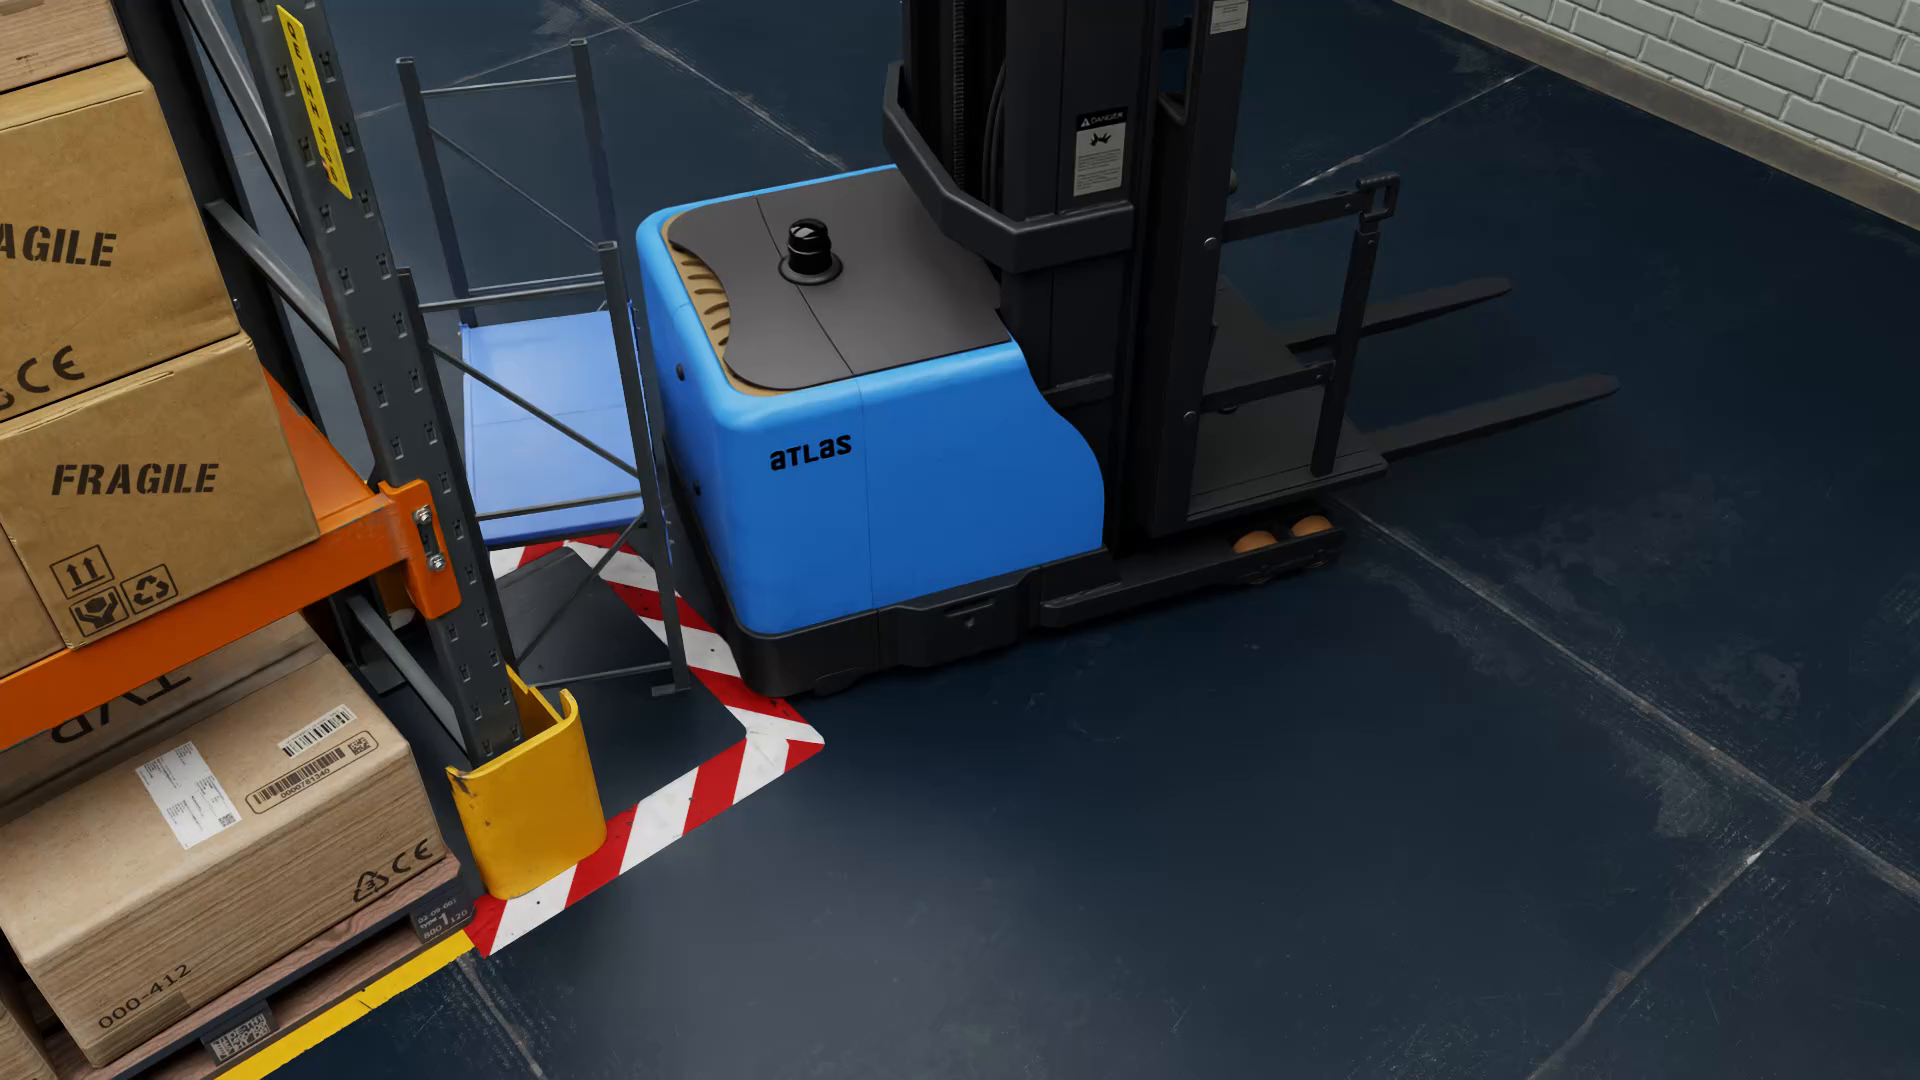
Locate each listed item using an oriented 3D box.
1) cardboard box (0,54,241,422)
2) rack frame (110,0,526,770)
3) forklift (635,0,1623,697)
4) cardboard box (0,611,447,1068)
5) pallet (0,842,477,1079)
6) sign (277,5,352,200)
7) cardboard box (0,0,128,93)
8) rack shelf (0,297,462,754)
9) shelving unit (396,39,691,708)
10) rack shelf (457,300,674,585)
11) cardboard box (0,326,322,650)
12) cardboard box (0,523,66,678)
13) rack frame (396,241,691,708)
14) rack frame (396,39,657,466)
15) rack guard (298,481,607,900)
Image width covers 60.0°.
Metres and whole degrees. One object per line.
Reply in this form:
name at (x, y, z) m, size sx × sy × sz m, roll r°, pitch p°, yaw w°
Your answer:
cardboard box at (-1.652, -0.587, 2.880) m, size 0.500 × 0.500 × 0.500 m, roll -28°, pitch 50°, yaw -27°
rack frame at (-1.435, -0.523, 3.615) m, size 0.127 × 3.000 × 1.000 m, roll -30°, pitch 51°, yaw -28°
forklift at (0.647, -1.257, 4.447) m, size 3.031 × 2.935 × 1.130 m, roll -15°, pitch 45°, yaw -15°
cardboard box at (-1.877, 0.601, 3.984) m, size 0.875 × 0.438 × 0.875 m, roll -32°, pitch 52°, yaw -29°
pallet at (-1.998, 0.886, 4.152) m, size 1.213 × 0.211 × 1.003 m, roll -30°, pitch 51°, yaw -28°
sign at (-1.097, -0.740, 2.828) m, size 0.005 × 0.325 × 0.100 m, roll -30°, pitch 51°, yaw -28°
cardboard box at (-1.582, -0.897, 2.737) m, size 0.250 × 0.149 × 0.380 m, roll -29°, pitch 50°, yaw -27°
rack shelf at (-2.969, 0.618, 2.926) m, size 4.000 × 0.370 × 1.077 m, roll -30°, pitch 51°, yaw -28°
shelving unit at (-1.137, -0.424, 4.606) m, size 0.538 × 1.500 × 1.048 m, roll -9°, pitch 44°, yaw -10°
rack shelf at (-1.137, -0.293, 4.729) m, size 0.538 × 0.185 × 1.000 m, roll -9°, pitch 44°, yaw -10°
cardboard box at (-1.635, -0.208, 3.208) m, size 0.500 × 0.500 × 0.500 m, roll -30°, pitch 51°, yaw -28°
cardboard box at (-2.030, 0.004, 2.981) m, size 0.500 × 0.500 × 0.500 m, roll -31°, pitch 51°, yaw -29°
rack frame at (-1.022, -0.085, 4.245) m, size 0.500 × 1.500 × 0.032 m, roll -9°, pitch 44°, yaw -10°
rack frame at (-1.253, -0.763, 4.967) m, size 0.500 × 1.500 × 0.032 m, roll -9°, pitch 44°, yaw -10°
rack guard at (-1.416, 0.378, 4.482) m, size 0.348 × 0.500 × 1.175 m, roll -30°, pitch 51°, yaw -28°
